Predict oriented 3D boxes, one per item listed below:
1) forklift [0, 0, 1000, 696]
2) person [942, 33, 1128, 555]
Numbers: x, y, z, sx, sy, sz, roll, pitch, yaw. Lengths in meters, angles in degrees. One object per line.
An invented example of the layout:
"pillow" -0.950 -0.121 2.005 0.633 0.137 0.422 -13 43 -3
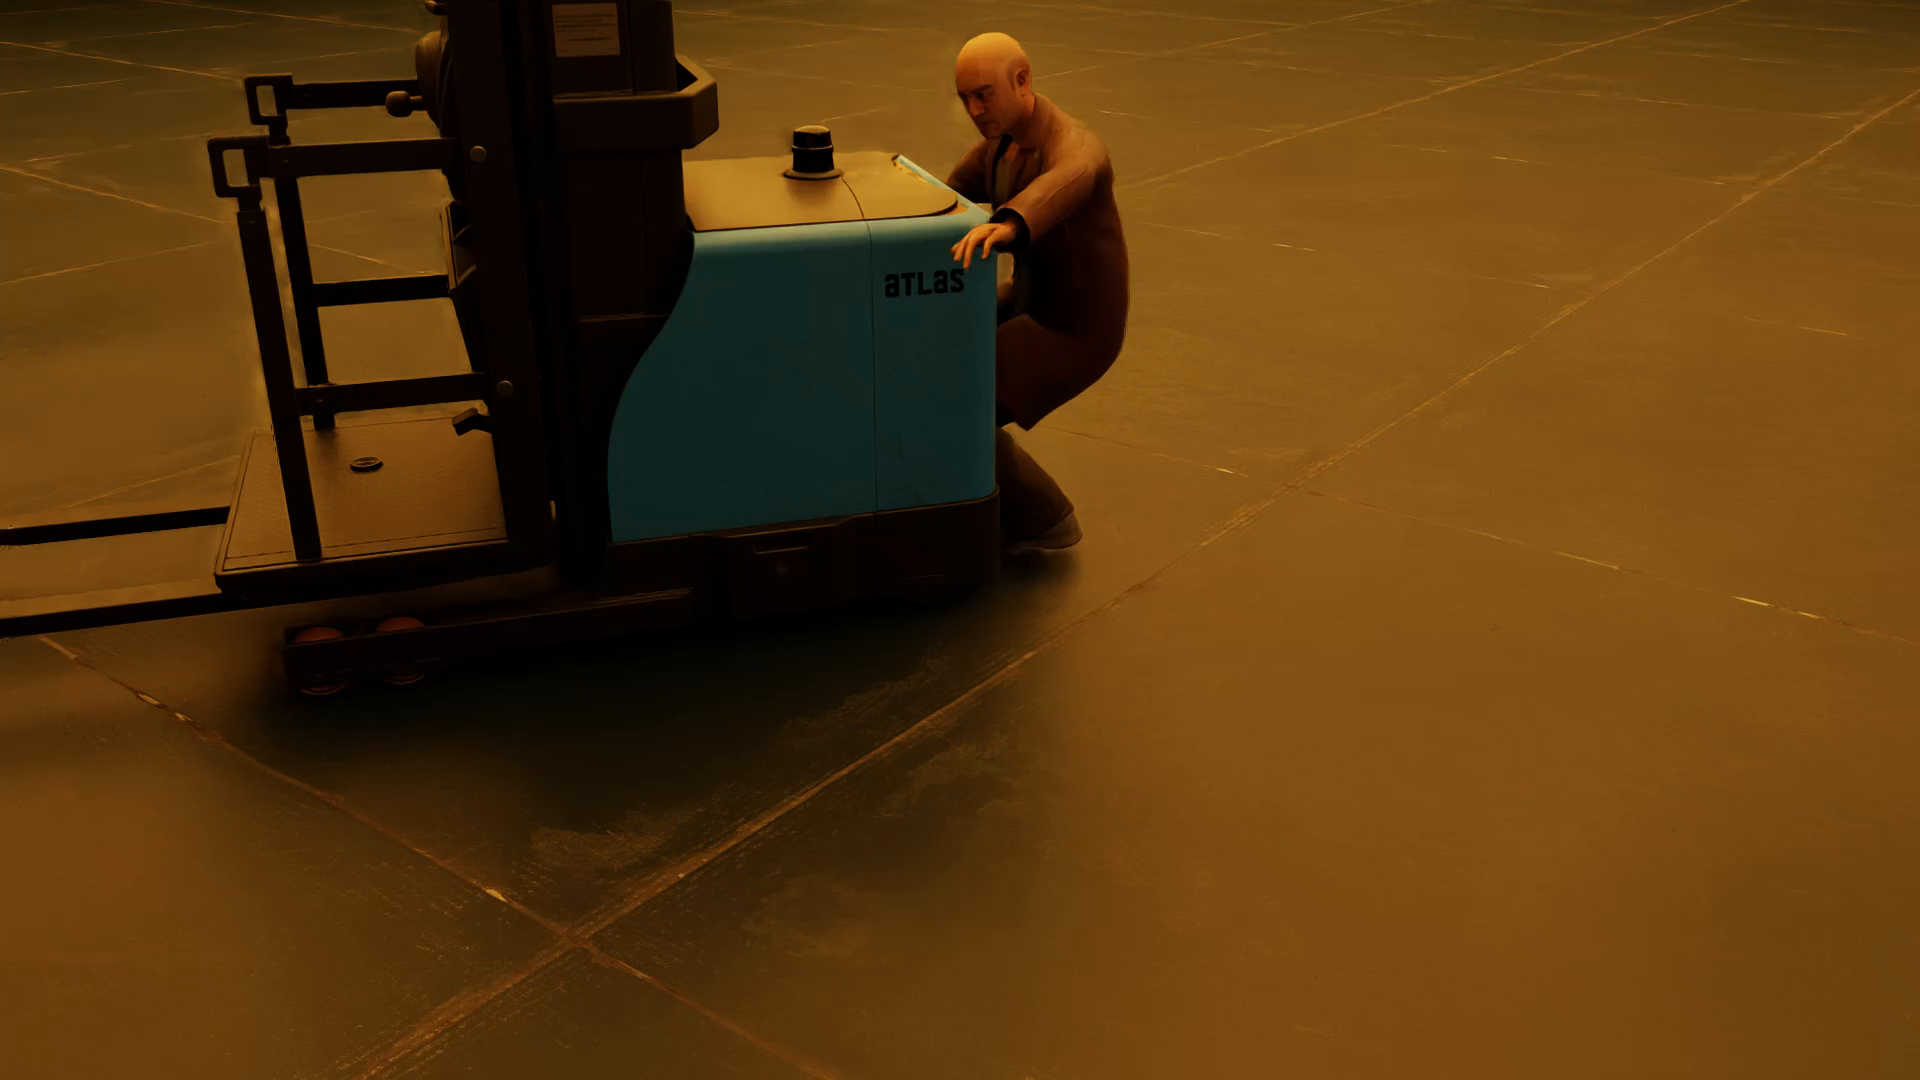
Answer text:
"forklift" -1.465 -1.194 4.082 3.031 2.935 1.130 -7 24 -16
"person" 0.052 -0.615 4.603 0.804 1.465 1.618 -8 25 -17
